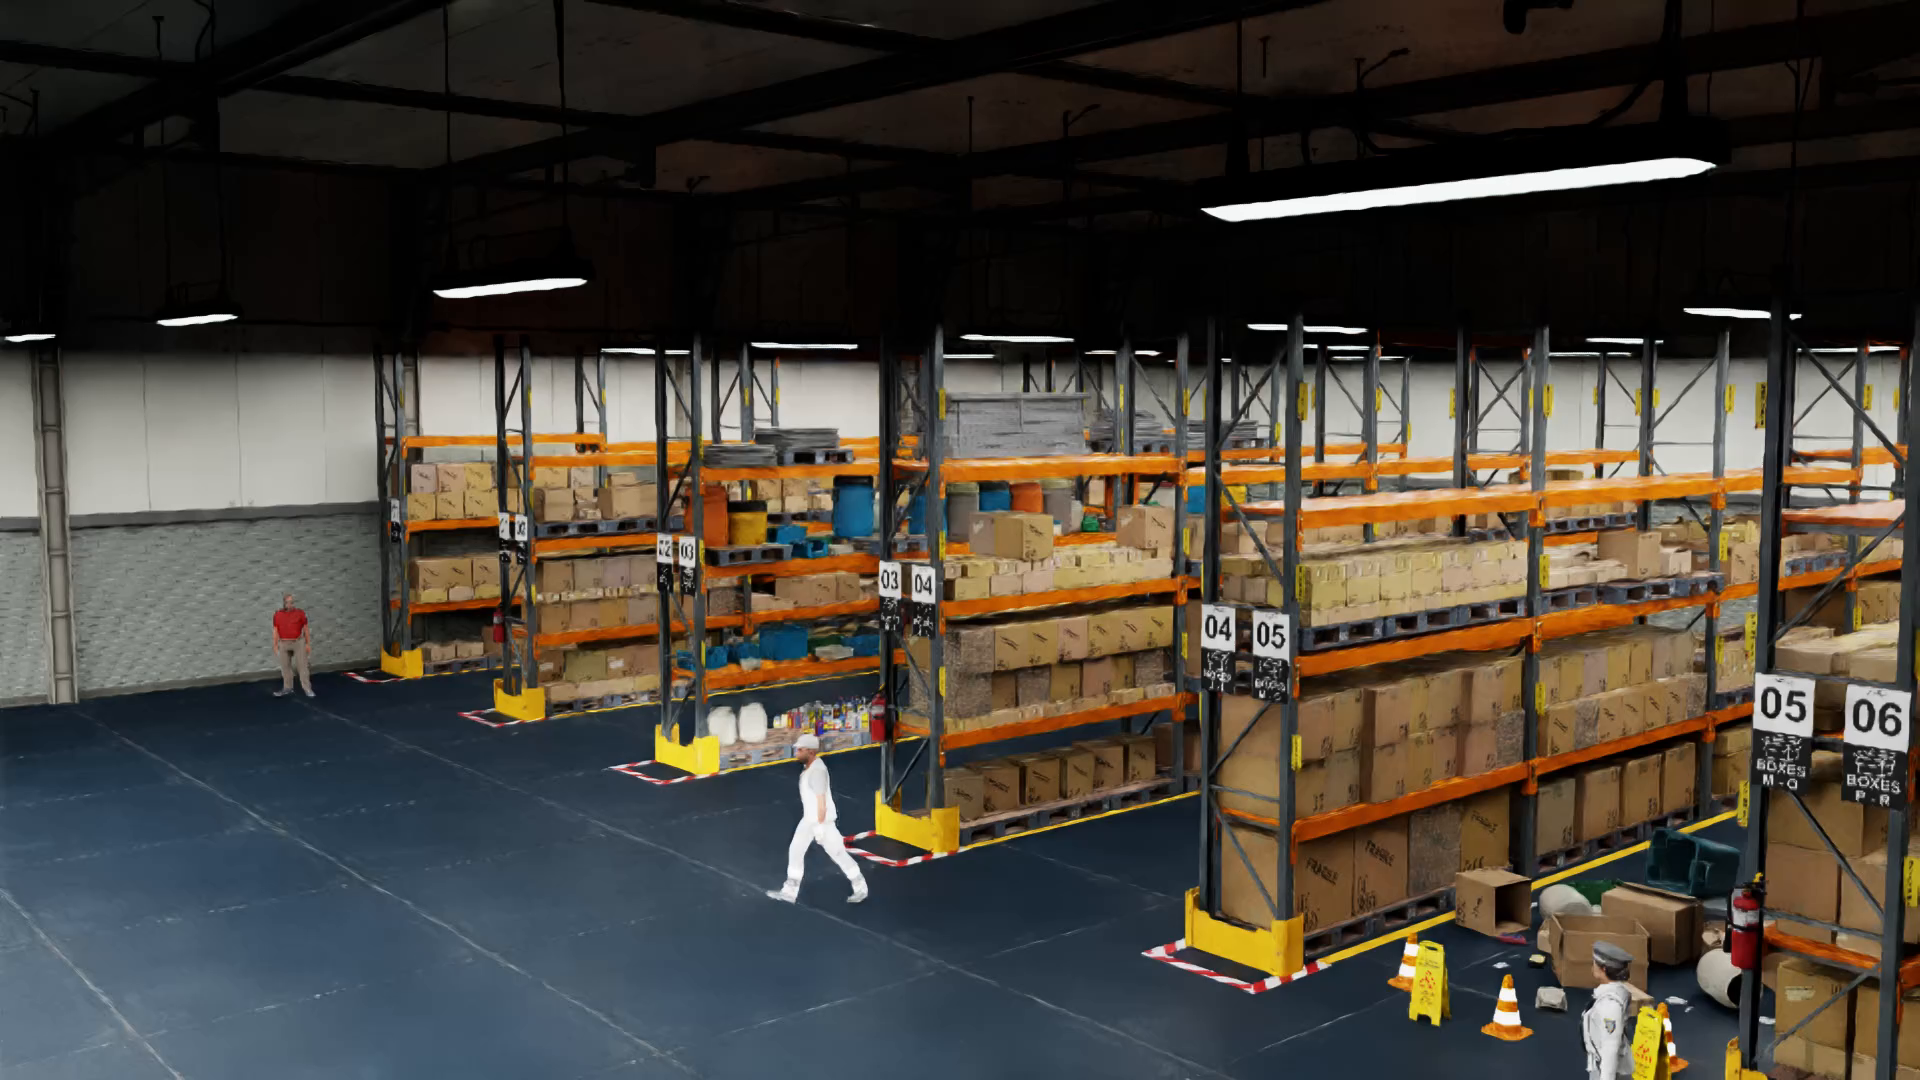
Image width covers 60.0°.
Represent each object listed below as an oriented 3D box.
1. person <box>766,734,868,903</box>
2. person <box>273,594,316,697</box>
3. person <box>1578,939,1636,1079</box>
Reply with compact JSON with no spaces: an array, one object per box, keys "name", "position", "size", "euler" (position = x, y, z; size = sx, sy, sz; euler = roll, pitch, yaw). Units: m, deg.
[{"name":"person","position":[-1.426,2.794,16.662],"size":[0.987,1.740,0.596],"euler":[-2,5,-19]},{"name":"person","position":[-11.159,1.761,27.848],"size":[0.747,1.720,0.550],"euler":[-1,5,-8]},{"name":"person","position":[4.173,3.389,10.519],"size":[0.500,1.666,0.558],"euler":[2,6,25]}]
